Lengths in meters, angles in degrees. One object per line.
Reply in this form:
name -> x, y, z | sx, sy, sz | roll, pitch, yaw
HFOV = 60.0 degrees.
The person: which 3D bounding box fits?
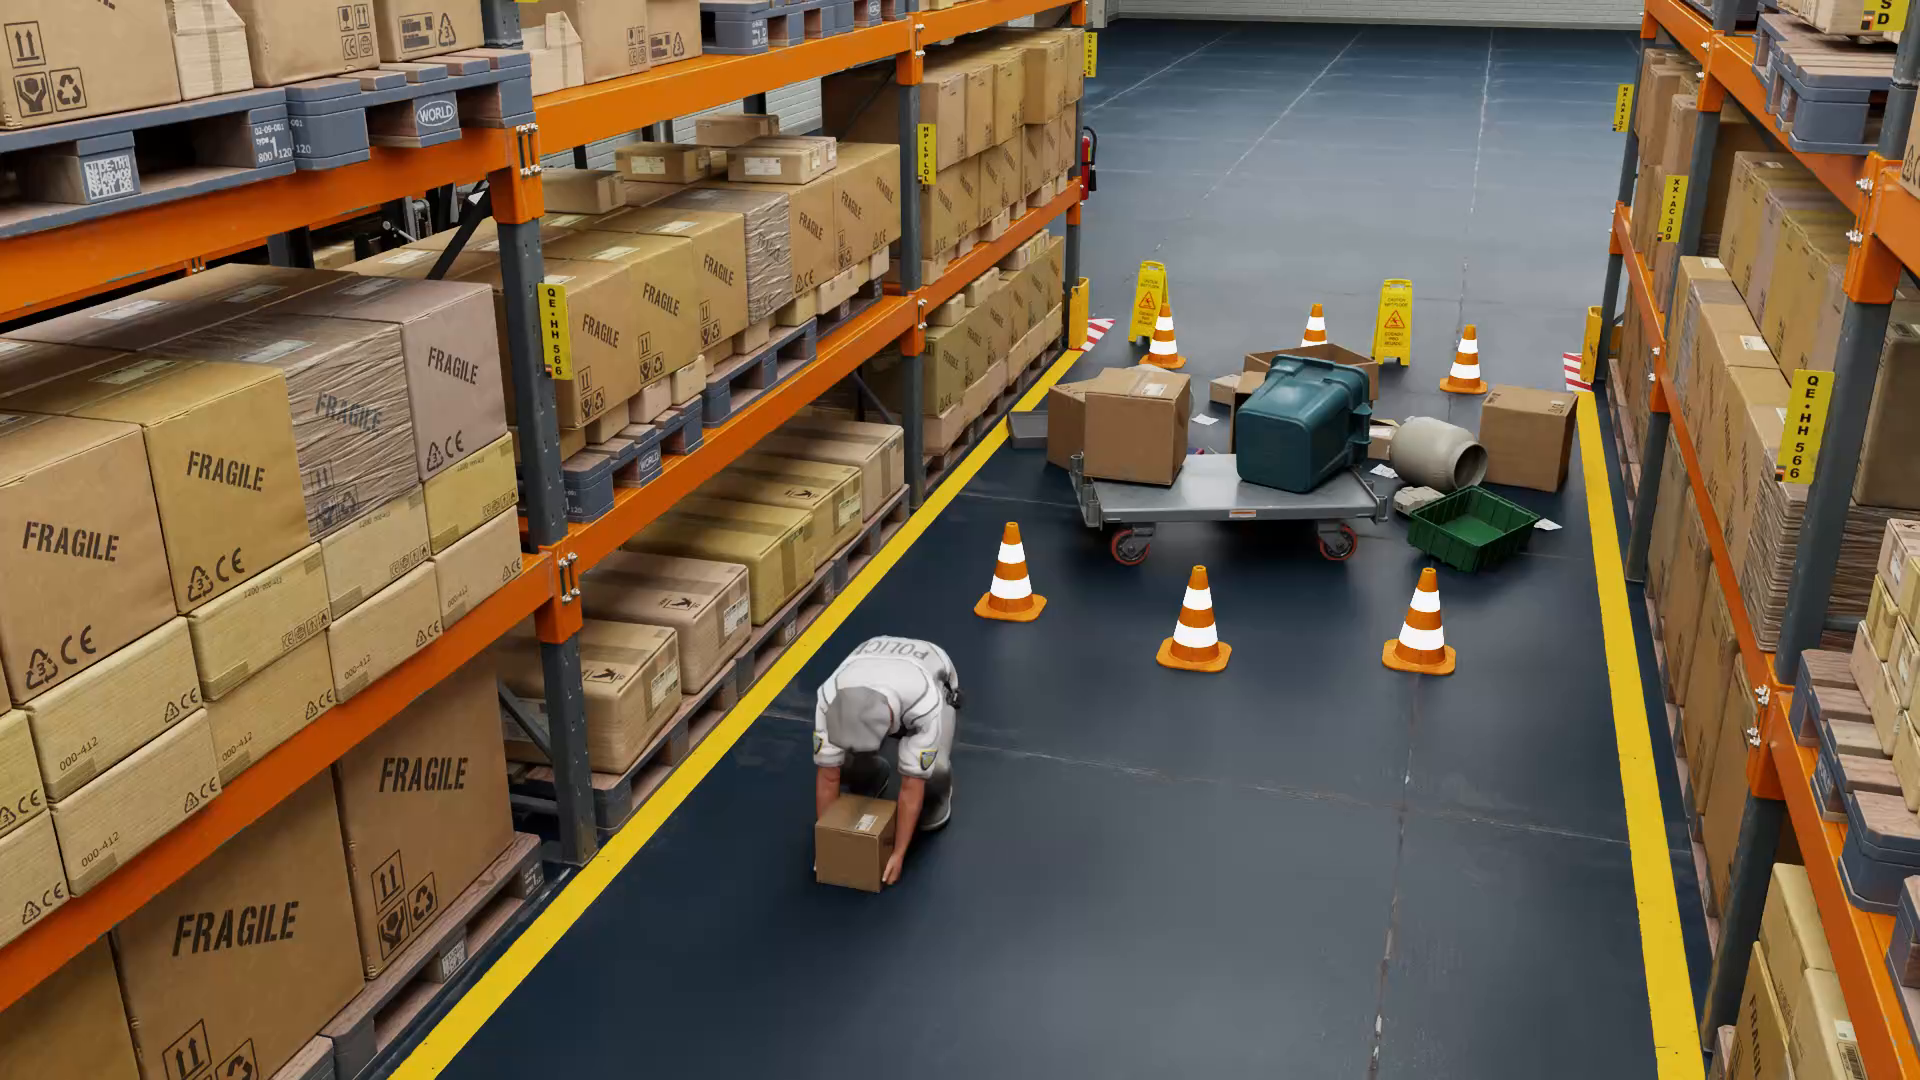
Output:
person -> -0.290, 0.792, 6.431 | 0.534, 0.857, 1.007 | 6, 23, 15
